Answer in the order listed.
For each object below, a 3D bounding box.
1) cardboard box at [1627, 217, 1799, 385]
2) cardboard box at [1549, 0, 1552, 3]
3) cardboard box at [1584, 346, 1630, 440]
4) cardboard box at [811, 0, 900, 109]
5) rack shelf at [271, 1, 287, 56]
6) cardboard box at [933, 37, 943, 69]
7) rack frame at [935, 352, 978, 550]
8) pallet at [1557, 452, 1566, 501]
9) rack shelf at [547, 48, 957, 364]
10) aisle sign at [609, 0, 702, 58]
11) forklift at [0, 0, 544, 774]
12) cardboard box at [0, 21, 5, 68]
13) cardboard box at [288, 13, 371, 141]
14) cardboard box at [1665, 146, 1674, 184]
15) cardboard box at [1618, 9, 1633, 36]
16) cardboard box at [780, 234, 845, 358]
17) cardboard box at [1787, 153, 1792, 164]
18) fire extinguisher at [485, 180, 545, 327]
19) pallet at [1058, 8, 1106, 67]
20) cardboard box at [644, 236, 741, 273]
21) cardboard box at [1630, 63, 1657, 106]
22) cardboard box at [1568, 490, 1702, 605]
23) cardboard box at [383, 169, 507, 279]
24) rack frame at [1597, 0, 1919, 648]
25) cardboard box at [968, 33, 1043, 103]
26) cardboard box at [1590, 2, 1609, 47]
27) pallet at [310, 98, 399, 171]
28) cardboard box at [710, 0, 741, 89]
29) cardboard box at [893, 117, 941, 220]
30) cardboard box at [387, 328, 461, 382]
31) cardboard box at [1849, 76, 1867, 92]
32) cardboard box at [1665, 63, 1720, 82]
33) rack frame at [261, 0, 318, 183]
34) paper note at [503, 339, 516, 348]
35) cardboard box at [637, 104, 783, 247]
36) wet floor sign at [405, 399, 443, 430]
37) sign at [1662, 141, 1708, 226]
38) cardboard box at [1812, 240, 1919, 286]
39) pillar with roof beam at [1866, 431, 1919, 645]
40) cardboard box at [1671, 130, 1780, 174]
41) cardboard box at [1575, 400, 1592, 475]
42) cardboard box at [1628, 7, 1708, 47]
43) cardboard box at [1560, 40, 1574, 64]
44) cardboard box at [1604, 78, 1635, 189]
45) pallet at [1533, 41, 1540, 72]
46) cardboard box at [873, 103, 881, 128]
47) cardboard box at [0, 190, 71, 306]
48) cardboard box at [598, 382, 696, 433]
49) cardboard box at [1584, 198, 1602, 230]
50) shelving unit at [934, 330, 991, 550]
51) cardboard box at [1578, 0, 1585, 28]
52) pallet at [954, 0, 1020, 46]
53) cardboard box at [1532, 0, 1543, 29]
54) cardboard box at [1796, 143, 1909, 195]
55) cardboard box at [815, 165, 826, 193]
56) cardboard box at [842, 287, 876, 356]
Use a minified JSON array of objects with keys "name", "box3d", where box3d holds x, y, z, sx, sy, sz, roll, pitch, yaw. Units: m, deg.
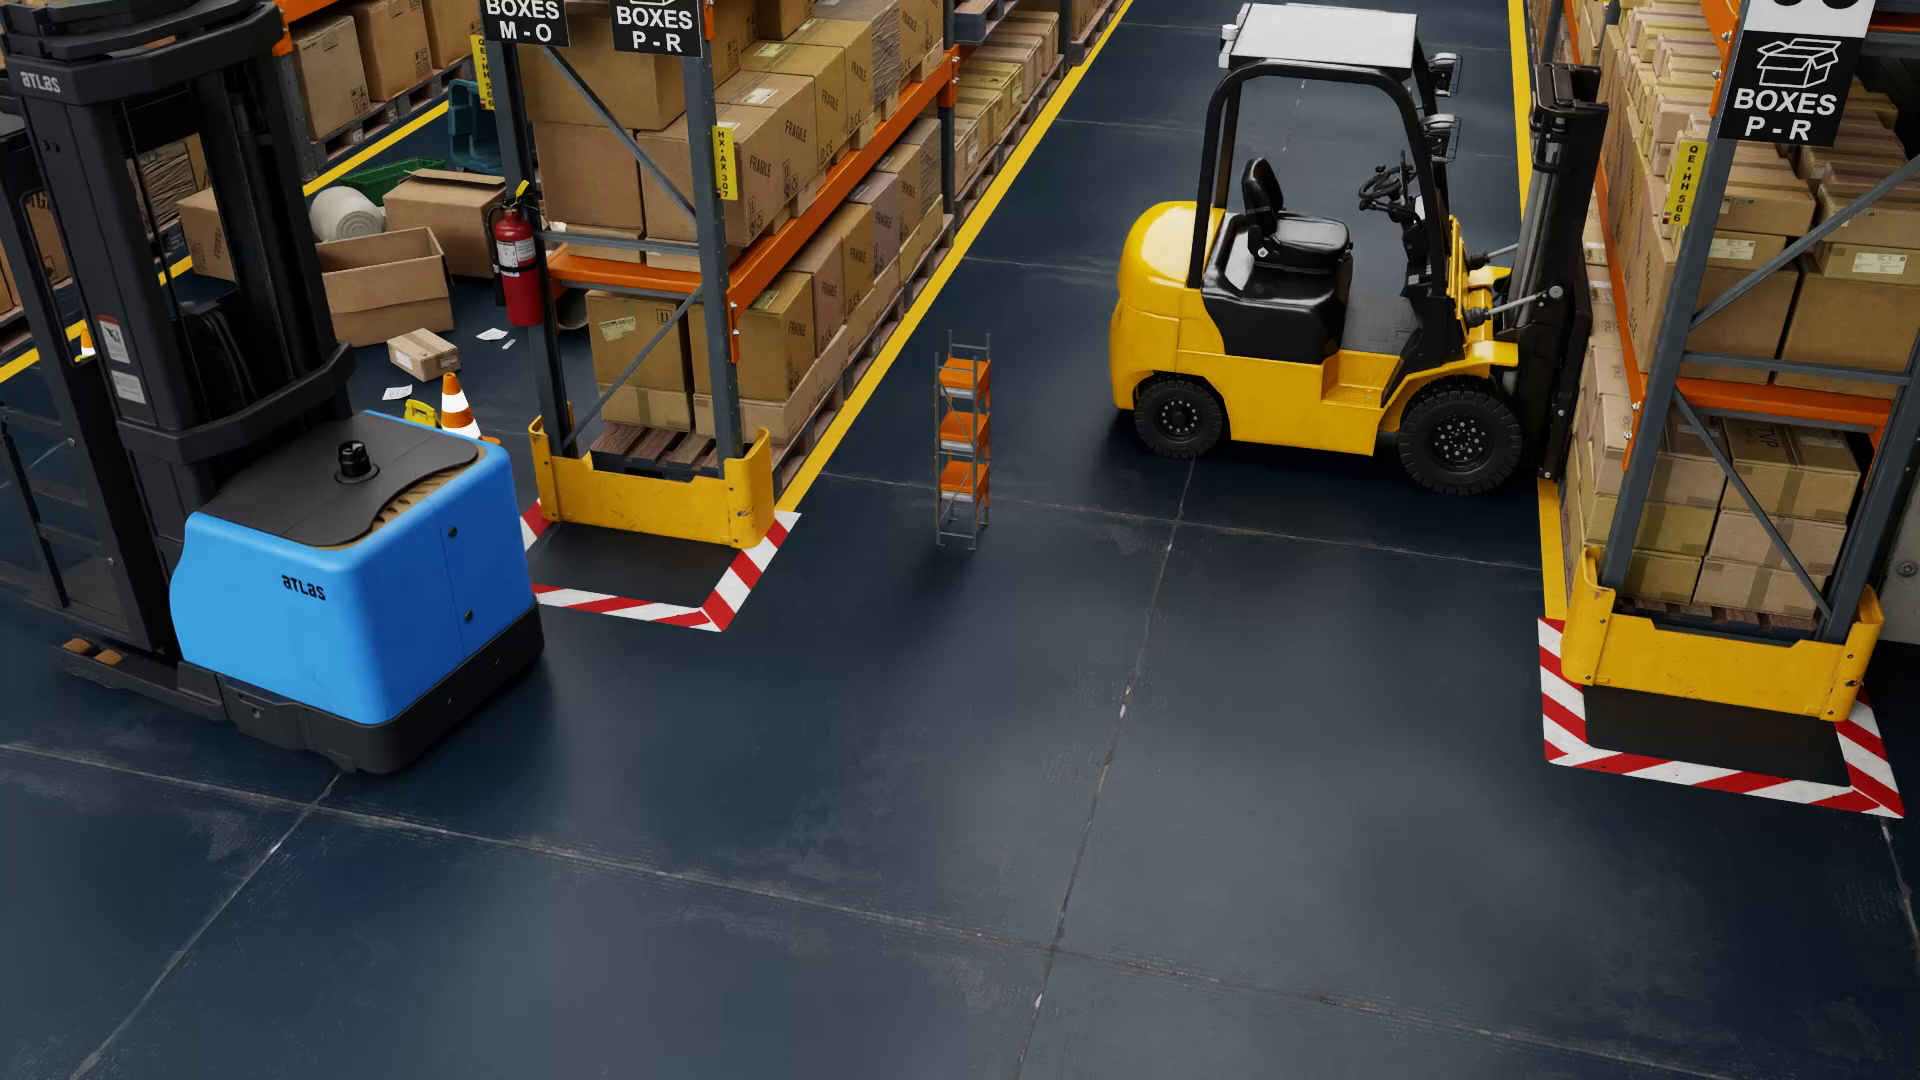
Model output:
[{"name":"cardboard box","box3d":[3.124,-1.003,6.939,0.500,0.500,0.500,7,33,11]},{"name":"cardboard box","box3d":[5.203,-4.654,14.109,0.380,0.149,0.250,6,33,10]},{"name":"cardboard box","box3d":[3.192,-0.656,7.726,0.500,0.250,0.500,9,33,13]},{"name":"cardboard box","box3d":[-0.657,-2.785,9.464,0.500,0.500,0.500,9,34,14]},{"name":"rack shelf","box3d":[-5.855,-2.700,10.371,1.077,0.370,4.000,8,33,12]},{"name":"cardboard box","box3d":[-0.320,-3.105,10.573,0.380,0.149,0.250,8,33,12]},{"name":"rack frame","box3d":[-0.017,-0.408,7.912,0.200,1.050,0.008,8,33,12]},{"name":"pallet","box3d":[3.718,-0.527,8.882,1.003,0.211,1.213,8,33,12]},{"name":"rack shelf","box3d":[-1.041,-2.078,9.394,1.077,0.370,4.000,8,33,12]},{"name":"aisle sign","box3d":[-1.265,-2.367,6.754,0.394,0.787,0.004,8,33,12]},{"name":"forklift","box3d":[-3.399,-0.830,6.824,3.031,2.935,1.130,15,35,22]},{"name":"cardboard box","box3d":[-5.930,-2.789,9.702,0.875,0.550,0.550,8,33,12]},{"name":"cardboard box","box3d":[-5.277,-3.603,12.828,1.050,0.750,0.750,8,33,12]},{"name":"cardboard box","box3d":[3.305,-1.594,7.264,0.380,0.149,0.250,8,33,12]},{"name":"cardboard box","box3d":[3.933,-2.932,9.369,0.380,0.149,0.250,8,33,12]},{"name":"cardboard box","box3d":[-0.943,-1.343,9.038,0.500,0.500,0.500,7,33,11]},{"name":"cardboard box","box3d":[3.985,-1.784,7.563,0.380,0.149,0.250,9,34,14]},{"name":"fire extinguisher","box3d":[-2.024,-1.315,7.594,0.296,0.674,0.183,8,33,12]},{"name":"pallet","box3d":[0.754,-4.717,15.474,1.003,0.211,1.213,8,33,12]},{"name":"cardboard box","box3d":[-1.262,-1.386,7.868,0.380,0.149,0.250,8,33,13]},{"name":"cardboard box","box3d":[3.580,-2.272,8.330,0.380,0.149,0.250,7,33,11]},{"name":"cardboard box","box3d":[3.067,0.026,7.584,0.500,0.250,0.500,8,33,13]},{"name":"cardboard box","box3d":[-3.323,-2.090,10.943,0.797,0.637,0.503,8,33,12]},{"name":"rack frame","box3d":[3.253,-0.670,6.508,1.000,3.000,0.127,8,33,12]},{"name":"cardboard box","box3d":[0.149,-3.888,13.628,0.950,0.372,0.625,7,33,11]},{"name":"cardboard box","box3d":[4.146,-3.183,10.135,0.500,0.250,0.500,7,33,11]},{"name":"pallet","box3d":[-5.224,-3.275,13.205,1.003,0.211,1.213,8,33,12]},{"name":"cardboard box","box3d":[-1.495,-2.490,8.068,0.700,0.500,0.500,8,33,13]},{"name":"cardboard box","box3d":[-0.424,-2.409,10.717,0.500,0.500,0.500,8,33,12]},{"name":"cardboard box","box3d":[-3.170,-1.096,9.835,0.380,0.149,0.250,28,42,36]},{"name":"cardboard box","box3d":[3.965,-2.055,7.712,0.380,0.149,0.250,8,33,13]},{"name":"cardboard box","box3d":[3.524,-2.123,7.818,0.380,0.149,0.250,8,33,13]},{"name":"rack frame","box3d":[-5.347,-4.041,11.811,1.000,3.000,0.127,8,33,12]},{"name":"paper note","box3d":[-2.742,-1.193,10.118,0.032,0.001,0.123,8,33,12]},{"name":"cardboard box","box3d":[-1.160,-1.720,7.789,0.500,0.500,0.500,8,33,12]},{"name":"wet floor sign","box3d":[-2.632,-0.397,8.274,0.267,0.644,0.232,20,38,29]},{"name":"sign","box3d":[2.732,-1.340,6.261,0.100,0.325,0.005,8,33,12]},{"name":"cardboard box","box3d":[3.590,-1.127,6.529,0.380,0.149,0.250,7,33,11]},{"name":"pillar with roof beam","box3d":[0.138,-4.027,6.196,9.100,9.000,0.400,8,33,12]},{"name":"cardboard box","box3d":[3.213,-1.598,6.992,0.380,0.149,0.250,9,33,13]},{"name":"cardboard box","box3d":[3.212,-0.452,7.870,0.500,0.250,0.500,8,33,12]},{"name":"cardboard box","box3d":[3.701,-2.661,8.665,0.380,0.149,0.250,9,33,13]},{"name":"cardboard box","box3d":[4.954,-3.335,12.521,0.875,0.625,0.625,9,34,14]},{"name":"cardboard box","box3d":[3.660,-2.058,8.598,0.500,0.500,0.500,8,33,12]},{"name":"pallet","box3d":[5.510,-4.027,14.388,1.003,0.211,1.213,8,33,12]},{"name":"cardboard box","box3d":[-0.669,-2.449,9.540,0.380,0.149,0.250,7,33,12]},{"name":"cardboard box","box3d":[-6.033,-2.064,10.289,0.875,0.875,0.875,8,33,12]},{"name":"cardboard box","box3d":[-1.598,-0.829,8.930,0.500,0.250,0.500,8,33,12]},{"name":"cardboard box","box3d":[3.703,-1.712,9.387,0.500,0.250,0.500,8,33,12]},{"name":"shelving unit","box3d":[0.014,-0.471,8.012,0.215,1.050,0.252,8,33,12]},{"name":"cardboard box","box3d":[4.421,-3.495,11.091,0.500,0.250,0.500,8,33,13]},{"name":"pallet","box3d":[-0.199,-3.715,11.477,1.003,0.211,1.213,8,33,12]},{"name":"cardboard box","box3d":[5.564,-4.995,15.249,0.500,0.500,0.500,7,33,11]},{"name":"cardboard box","box3d":[3.698,-1.527,6.881,0.380,0.149,0.250,9,33,13]},{"name":"cardboard box","box3d":[-0.924,-1.910,8.692,0.380,0.149,0.250,9,34,14]},{"name":"cardboard box","box3d":[-0.814,-1.290,9.655,0.500,0.250,0.500,10,34,16]}]
